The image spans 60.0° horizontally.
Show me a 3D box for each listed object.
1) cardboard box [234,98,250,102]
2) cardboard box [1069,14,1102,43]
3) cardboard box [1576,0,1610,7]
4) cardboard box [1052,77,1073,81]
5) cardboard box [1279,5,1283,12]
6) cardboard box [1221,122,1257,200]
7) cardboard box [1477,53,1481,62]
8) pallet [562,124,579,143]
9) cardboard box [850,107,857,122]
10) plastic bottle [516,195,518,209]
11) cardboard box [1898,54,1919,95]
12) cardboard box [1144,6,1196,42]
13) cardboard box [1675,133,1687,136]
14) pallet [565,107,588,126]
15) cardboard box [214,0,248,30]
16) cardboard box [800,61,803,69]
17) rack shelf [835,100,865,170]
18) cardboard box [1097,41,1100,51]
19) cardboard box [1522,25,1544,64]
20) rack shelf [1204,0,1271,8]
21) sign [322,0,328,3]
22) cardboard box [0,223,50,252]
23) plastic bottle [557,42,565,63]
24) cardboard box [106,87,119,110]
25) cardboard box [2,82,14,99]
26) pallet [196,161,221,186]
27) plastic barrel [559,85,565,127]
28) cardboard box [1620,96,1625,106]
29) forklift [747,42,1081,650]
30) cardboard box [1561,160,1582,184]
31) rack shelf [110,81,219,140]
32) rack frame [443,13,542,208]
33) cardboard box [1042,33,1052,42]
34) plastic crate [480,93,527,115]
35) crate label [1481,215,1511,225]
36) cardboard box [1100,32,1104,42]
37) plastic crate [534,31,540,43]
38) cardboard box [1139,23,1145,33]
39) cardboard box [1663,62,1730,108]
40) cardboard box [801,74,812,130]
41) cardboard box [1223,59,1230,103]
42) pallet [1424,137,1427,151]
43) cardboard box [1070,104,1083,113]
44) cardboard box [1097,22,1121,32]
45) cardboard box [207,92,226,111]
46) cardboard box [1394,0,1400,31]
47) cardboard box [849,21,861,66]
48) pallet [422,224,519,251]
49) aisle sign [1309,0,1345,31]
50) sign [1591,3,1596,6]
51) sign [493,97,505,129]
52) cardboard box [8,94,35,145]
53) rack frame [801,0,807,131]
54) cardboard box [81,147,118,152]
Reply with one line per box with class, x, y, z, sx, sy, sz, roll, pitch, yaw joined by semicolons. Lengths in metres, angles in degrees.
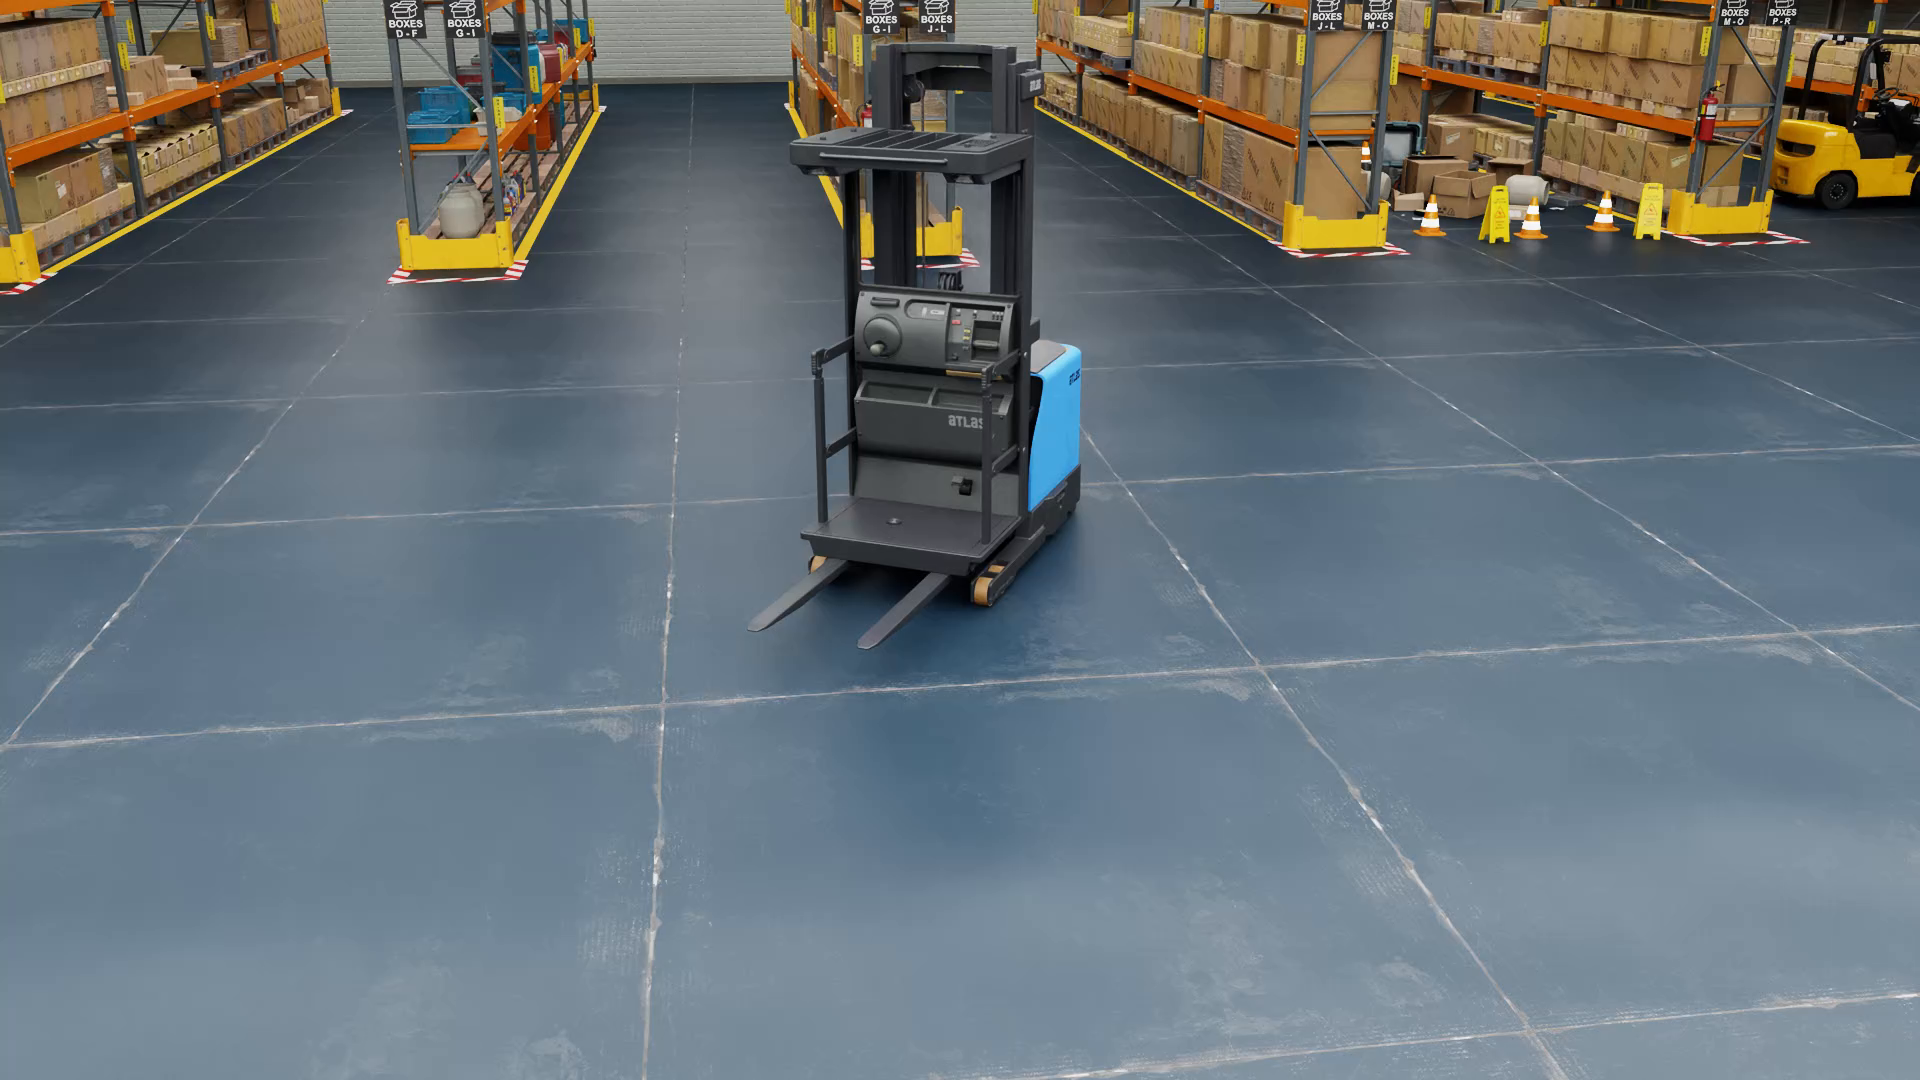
cardboard box;-12.262;-7.160;28.043;0.500;0.500;0.500;-4;21;-10
cardboard box;2.287;-9.358;30.415;0.500;0.500;0.500;-3;21;-8
cardboard box;12.480;-10.504;32.770;0.500;0.500;0.500;-3;21;-9
cardboard box;2.015;-8.983;32.605;0.380;0.149;0.250;-2;21;-6
cardboard box;6.730;-11.022;33.869;0.500;0.500;0.500;-3;21;-9
cardboard box;3.944;-4.916;21.529;0.875;0.875;0.875;-3;21;-7
cardboard box;8.171;-7.407;25.519;0.380;0.149;0.250;-2;21;-6
pallet;-7.118;-6.978;28.596;1.003;0.211;1.213;-3;21;-8
cardboard box;-1.123;-5.133;20.031;0.380;0.149;0.250;-3;21;-8
plastic bottle;-5.519;-4.196;20.534;0.097;0.201;0.097;0;20;0
cardboard box;13.481;-6.485;23.149;0.500;0.500;0.500;-3;21;-7
cardboard box;3.267;-7.993;25.756;0.700;0.500;0.500;-3;21;-8
cardboard box;9.259;-5.064;21.746;0.500;0.500;0.500;-3;21;-7
pallet;-7.512;-7.923;31.127;1.003;0.211;1.213;-3;21;-8
cardboard box;-12.419;-8.982;28.405;0.500;0.500;0.500;-3;21;-7
cardboard box;-2.692;-9.172;32.922;0.875;0.875;0.875;-3;21;-8
rack shelf;-0.845;-5.004;20.354;1.077;0.370;4.000;-3;21;-8
cardboard box;2.507;-8.304;27.922;0.380;0.149;0.250;-2;21;-6
cardboard box;8.379;-7.064;23.675;0.500;0.500;0.500;-3;21;-9
rack shelf;3.501;-8.009;24.113;1.077;0.370;4.000;-3;21;-8
sign;-12.115;-10.401;31.671;0.100;0.325;0.005;-3;21;-8
cardboard box;-10.218;-3.255;17.975;0.500;0.250;0.500;-3;21;-8
plastic bottle;-6.705;-8.164;27.859;0.144;0.351;0.185;-3;21;-8
cardboard box;-11.051;-5.633;21.225;0.500;0.250;0.500;-2;21;-4
cardboard box;-10.245;-4.739;17.546;0.380;0.149;0.250;-3;21;-9
pallet;-11.434;-5.326;24.175;1.003;0.211;1.213;-3;21;-8
plastic barrel;-7.127;-7.578;28.616;0.600;0.901;0.708;-3;21;-8
cardboard box;8.783;-5.679;21.494;0.380;0.149;0.250;-3;21;-8
forklift;-0.224;-1.167;9.151;1.130;2.935;3.031;8;22;19
cardboard box;8.579;-5.039;22.751;0.500;0.250;0.500;-2;21;-5
rack shelf;-11.225;-5.890;22.728;1.077;0.370;4.000;-3;21;-8
rack frame;-6.035;-5.783;21.413;1.000;3.000;0.127;-3;21;-8
cardboard box;1.845;-9.975;32.995;0.380;0.149;0.250;-4;21;-9
plastic crate;-5.607;-5.344;20.450;0.499;0.251;0.616;-3;21;-8
crate label;6.687;-3.986;20.693;0.250;0.136;0.298;-15;25;-35
cardboard box;2.541;-8.356;27.635;0.380;0.149;0.250;-3;21;-8
plastic crate;-7.593;-8.718;29.208;0.392;0.384;0.575;-3;21;-8
cardboard box;3.187;-8.524;27.660;0.380;0.149;0.250;-2;21;-5
cardboard box;8.899;-5.508;20.109;0.500;0.500;0.500;-3;21;-9
cardboard box;-2.045;-7.474;28.378;1.225;0.875;0.875;-4;21;-10
cardboard box;3.956;-6.002;21.785;0.875;0.550;0.550;-3;21;-8
pallet;8.207;-6.341;26.892;1.003;0.211;1.213;-3;21;-8
cardboard box;2.242;-7.998;30.817;0.380;0.149;0.250;-3;21;-7
cardboard box;2.504;-8.585;27.824;0.380;0.149;0.250;-2;21;-5
cardboard box;-12.045;-6.991;26.520;0.500;0.250;0.500;-3;21;-9
cardboard box;7.616;-8.948;28.316;0.500;0.500;0.500;-3;21;-8
cardboard box;-1.028;-5.827;19.533;0.500;0.500;0.500;-3;21;-8
pallet;-5.628;-3.398;19.011;1.003;0.211;1.213;-3;21;-8
aisle sign;4.079;-6.042;18.389;0.394;0.787;0.004;-3;21;-8
sign;11.895;-9.930;31.278;0.100;0.325;0.005;-3;21;-8
sign;-4.913;-4.554;17.727;0.100;0.325;0.005;-3;21;-8
cardboard box;-10.496;-4.541;17.943;0.700;0.500;0.500;-2;21;-6
rack frame;-2.287;-8.803;29.498;1.000;3.000;0.127;-3;21;-8
cardboard box;-11.360;-5.012;21.876;0.500;0.311;0.500;-2;21;-6
